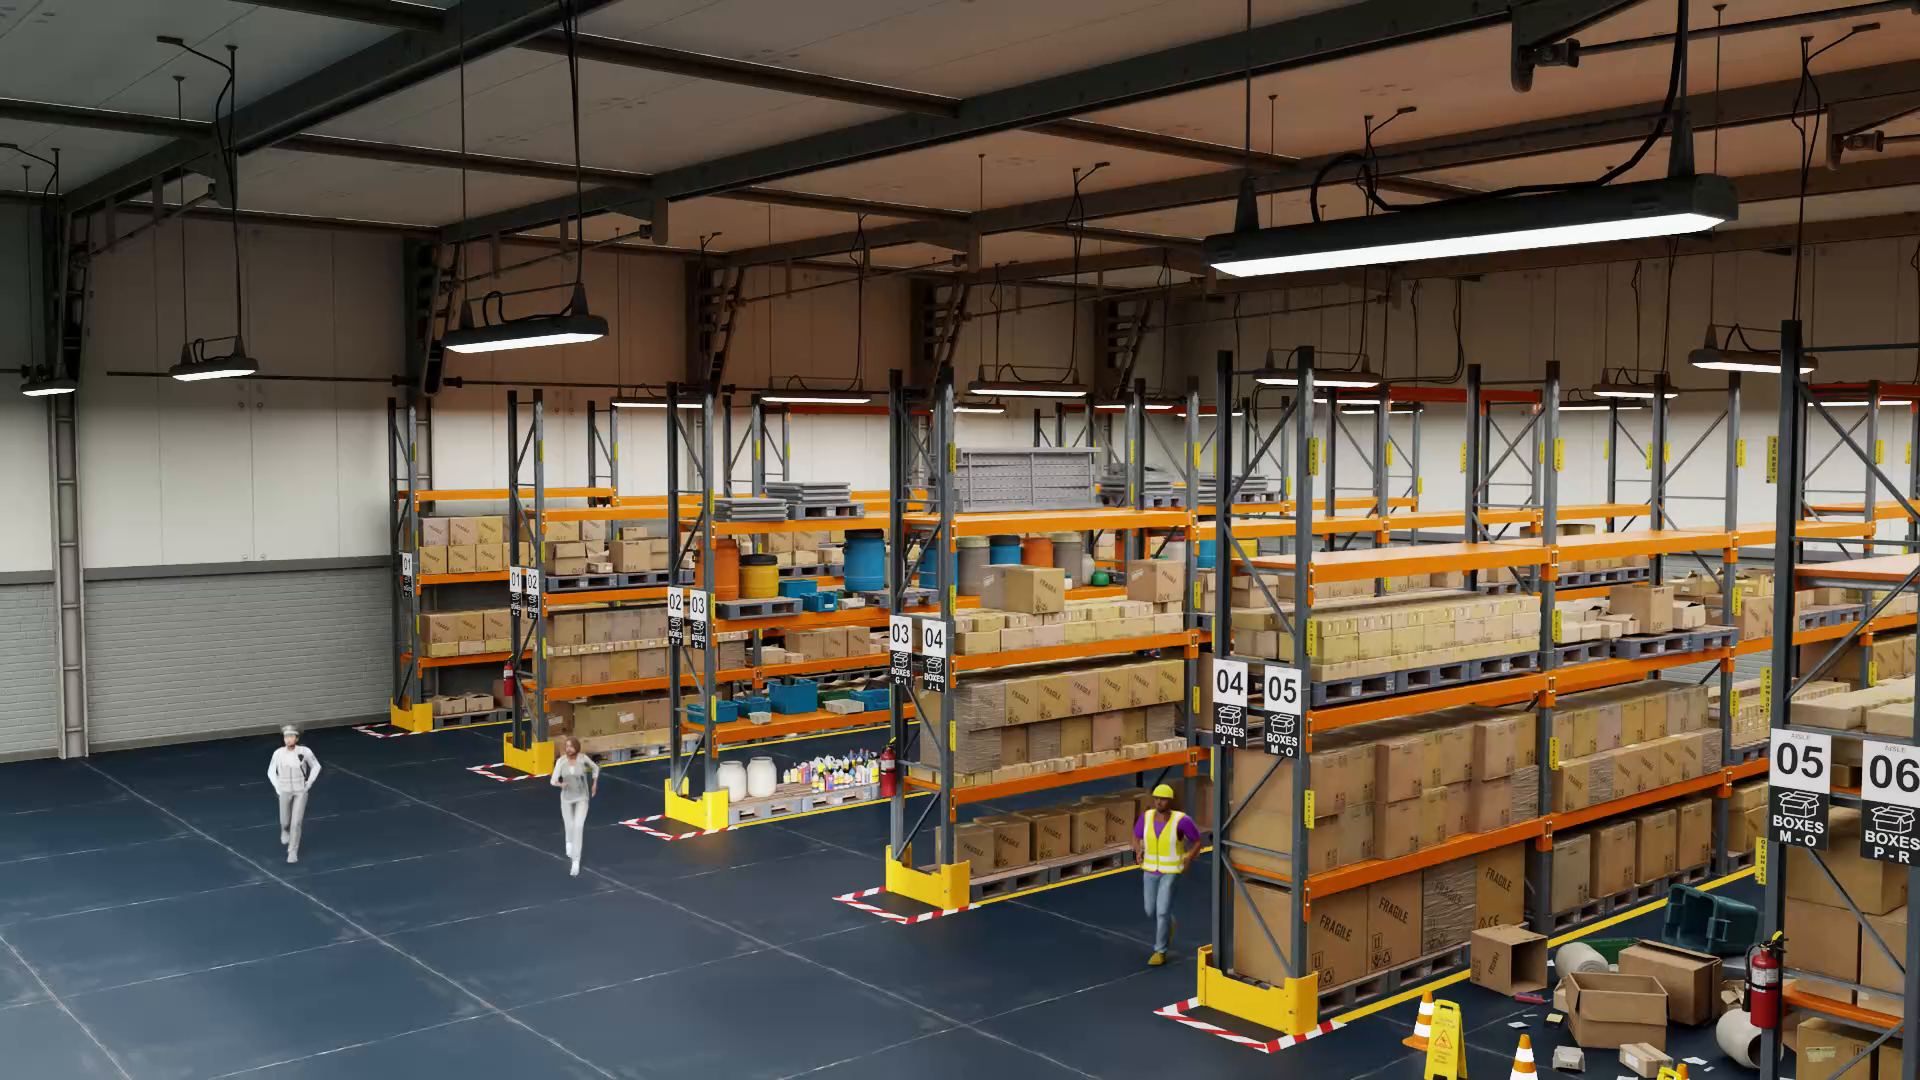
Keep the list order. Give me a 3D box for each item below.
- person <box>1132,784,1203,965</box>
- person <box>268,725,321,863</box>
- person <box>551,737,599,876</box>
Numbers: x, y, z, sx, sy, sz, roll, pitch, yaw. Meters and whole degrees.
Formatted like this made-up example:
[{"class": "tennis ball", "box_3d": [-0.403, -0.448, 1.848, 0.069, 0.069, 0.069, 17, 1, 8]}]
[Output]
[{"class": "person", "box_3d": [2.040, 3.314, 16.679, 0.730, 1.747, 0.758, 2, 4, 30]}, {"class": "person", "box_3d": [-8.309, 3.130, 20.780, 0.622, 1.685, 0.683, -1, 3, -14]}, {"class": "person", "box_3d": [-4.679, 3.182, 20.235, 0.550, 1.617, 0.881, 0, 3, -3]}]
